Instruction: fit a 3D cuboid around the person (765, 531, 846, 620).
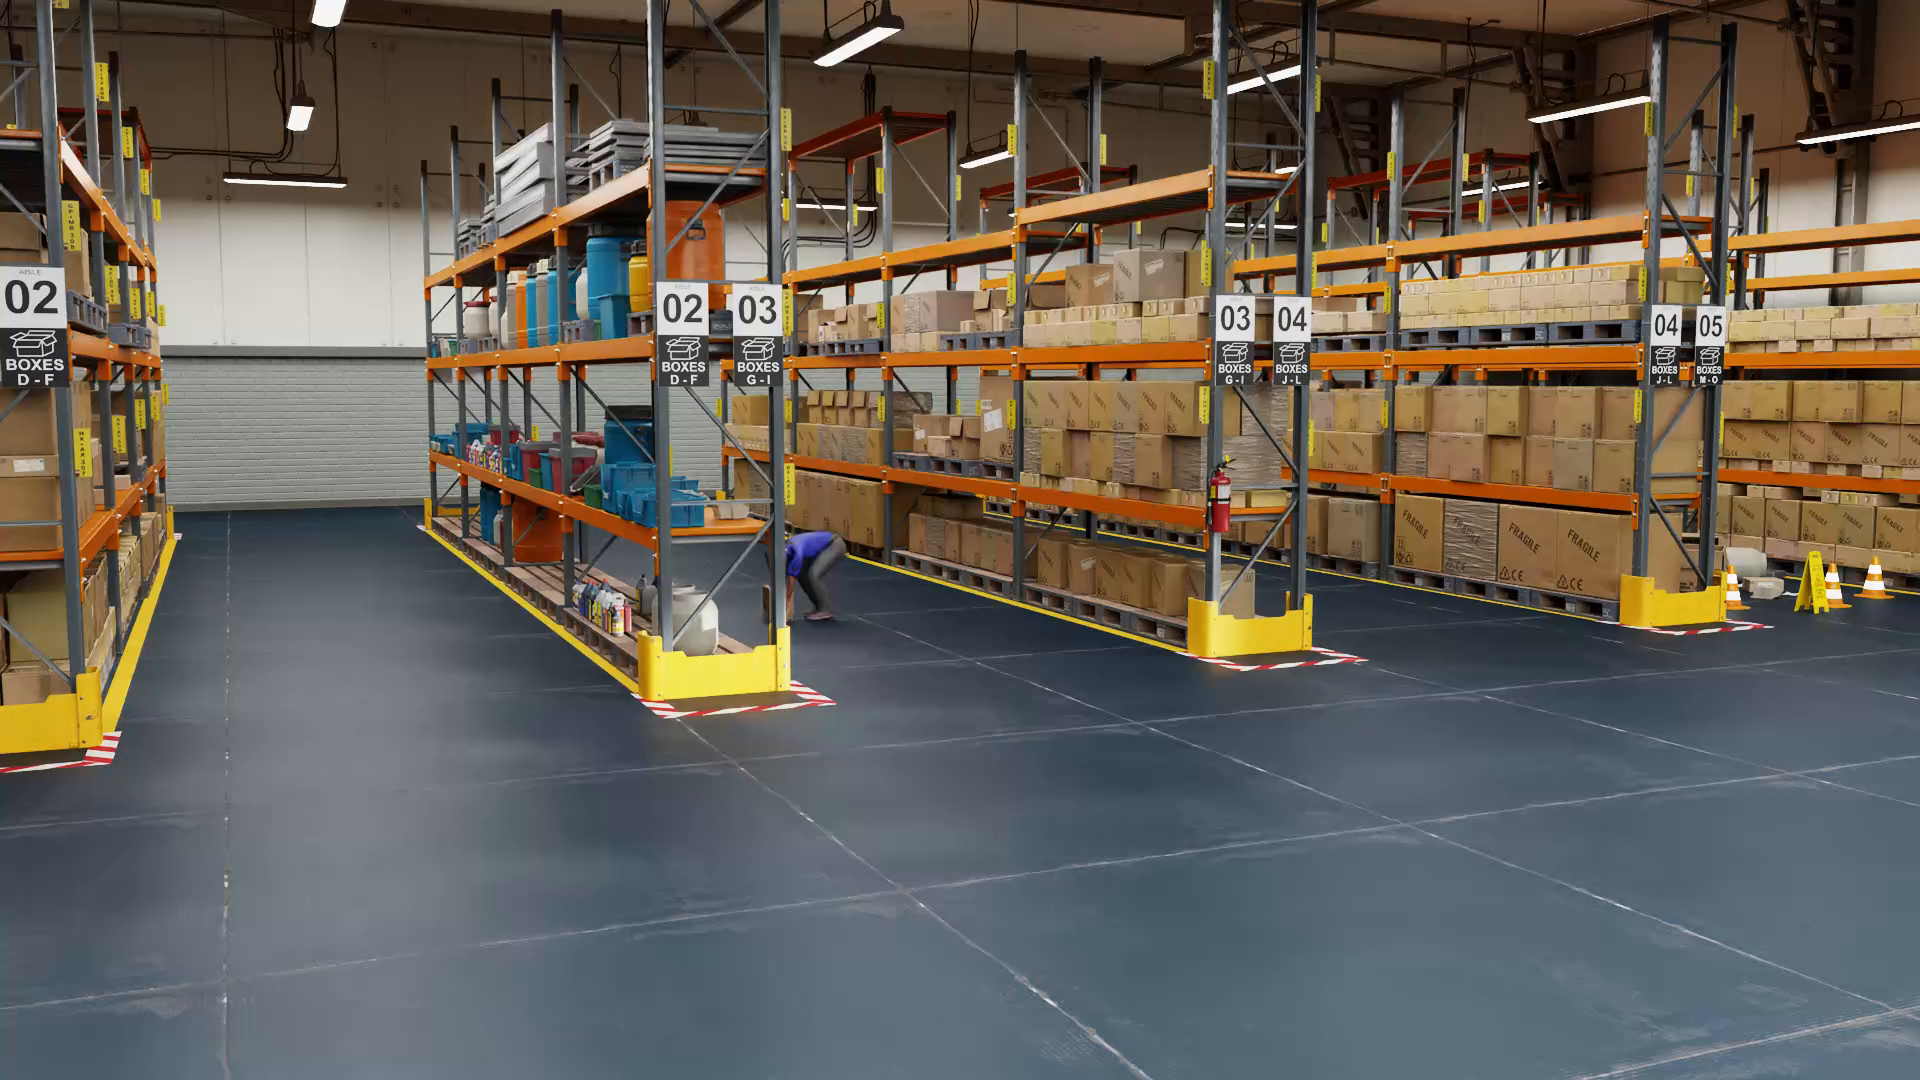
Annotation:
[{"bbox_3d":[-1.599,0.369,17.148,0.870,0.904,0.445,-3,6,-27],"label":"person"}]
